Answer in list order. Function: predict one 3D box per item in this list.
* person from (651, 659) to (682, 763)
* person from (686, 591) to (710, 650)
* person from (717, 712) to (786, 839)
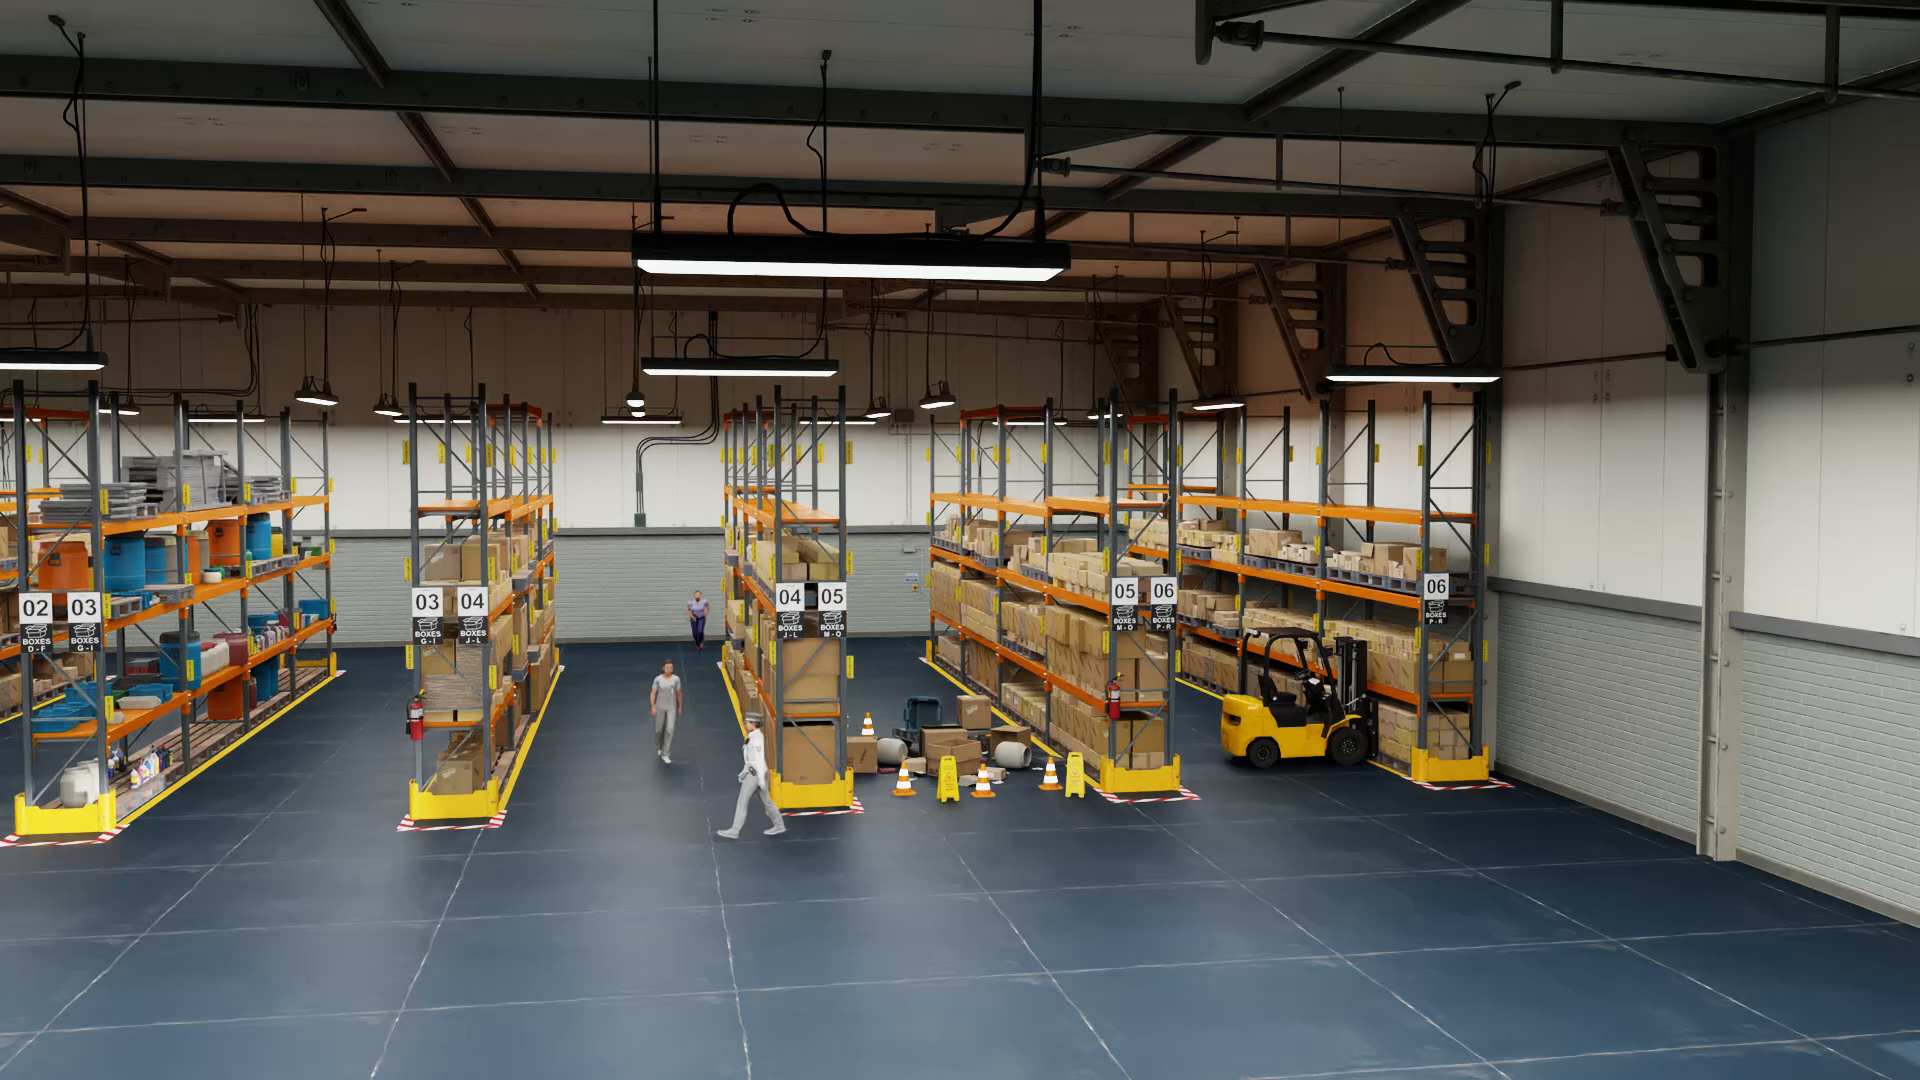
[{"bbox_3d":[-4.838,2.833,27.427,0.508,1.627,0.708,-1,3,-14],"label":"person"},{"bbox_3d":[-6.718,2.061,42.662,0.573,1.562,0.753,0,3,2],"label":"person"},{"bbox_3d":[-2.732,3.072,21.804,0.866,1.632,0.491,0,3,-1],"label":"person"}]
